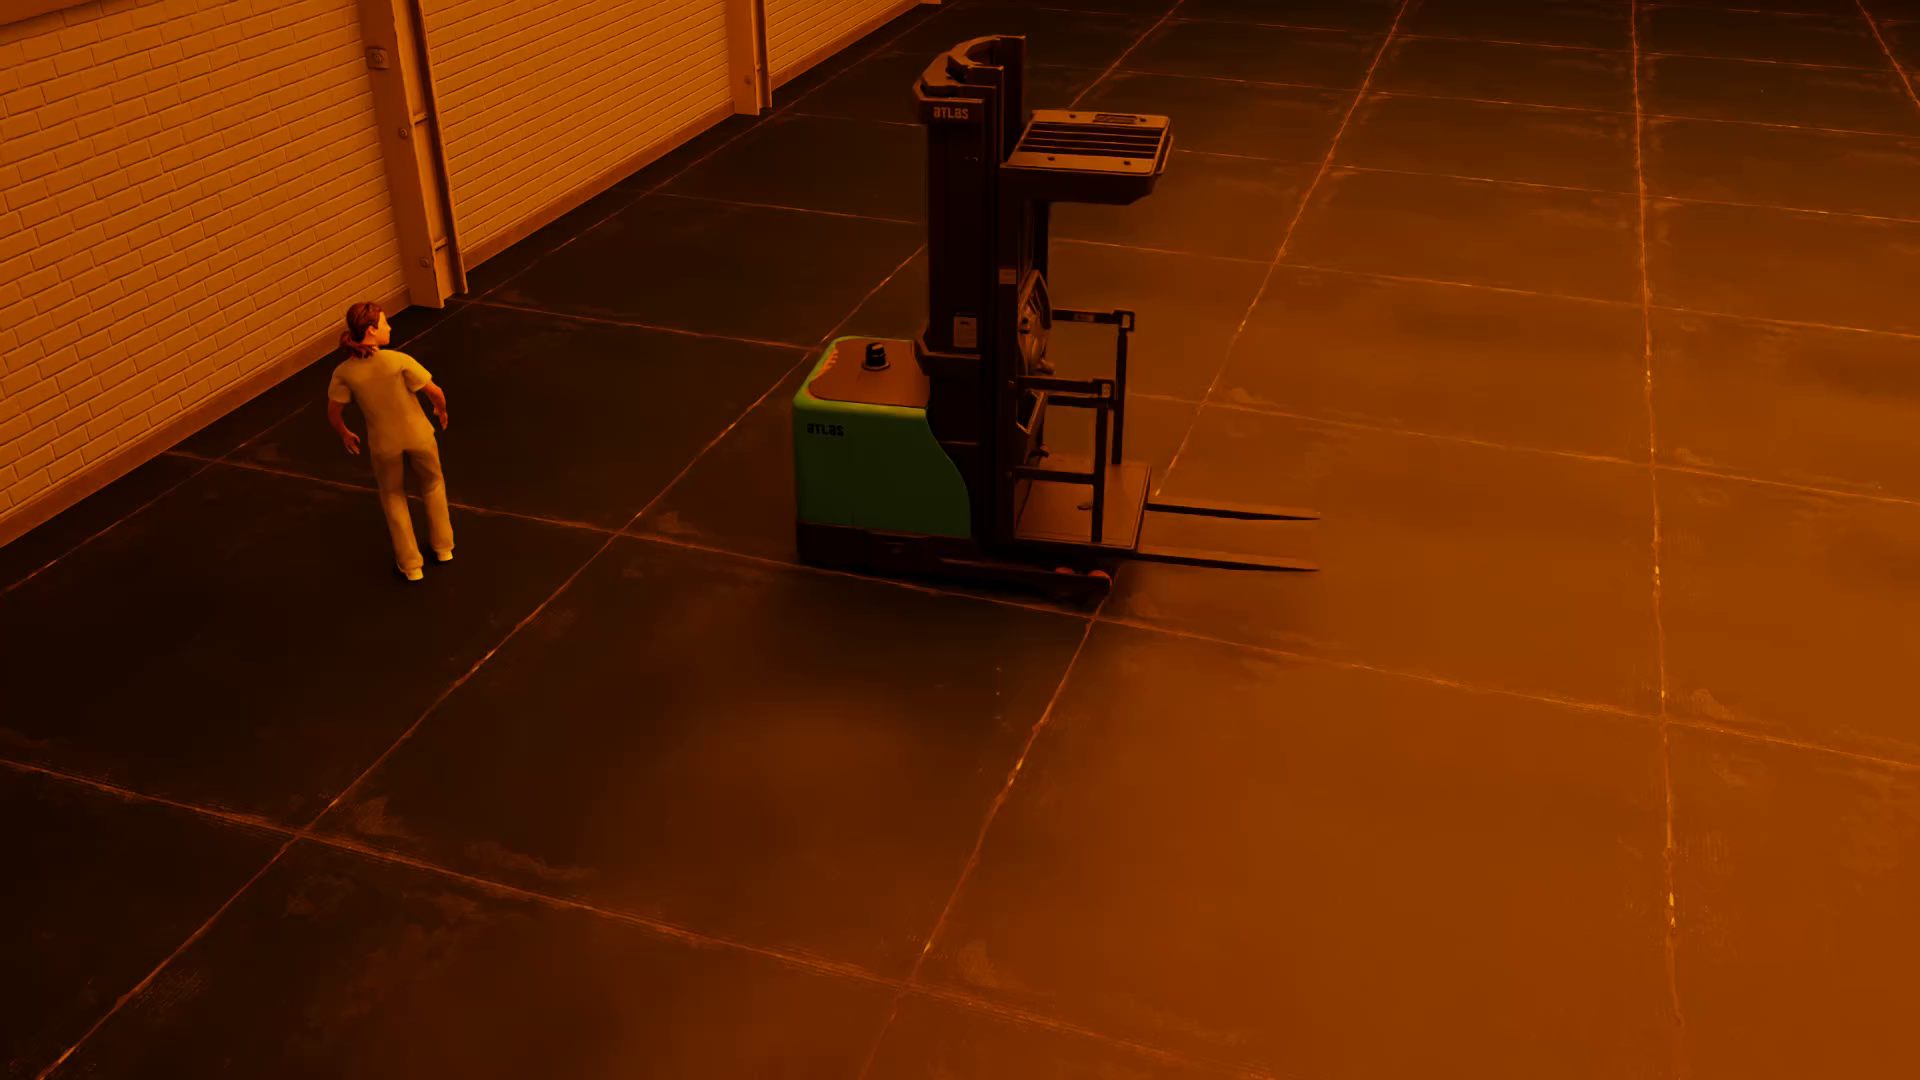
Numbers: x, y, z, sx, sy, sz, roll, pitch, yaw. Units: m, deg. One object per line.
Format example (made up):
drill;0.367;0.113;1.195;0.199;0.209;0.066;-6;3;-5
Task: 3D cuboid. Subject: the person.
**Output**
person;-3.220;-0.575;9.459;0.632;1.638;0.476;-9;31;-15

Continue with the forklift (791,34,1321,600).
forklift;0.603;-1.219;9.276;3.031;2.935;1.130;6;30;10
